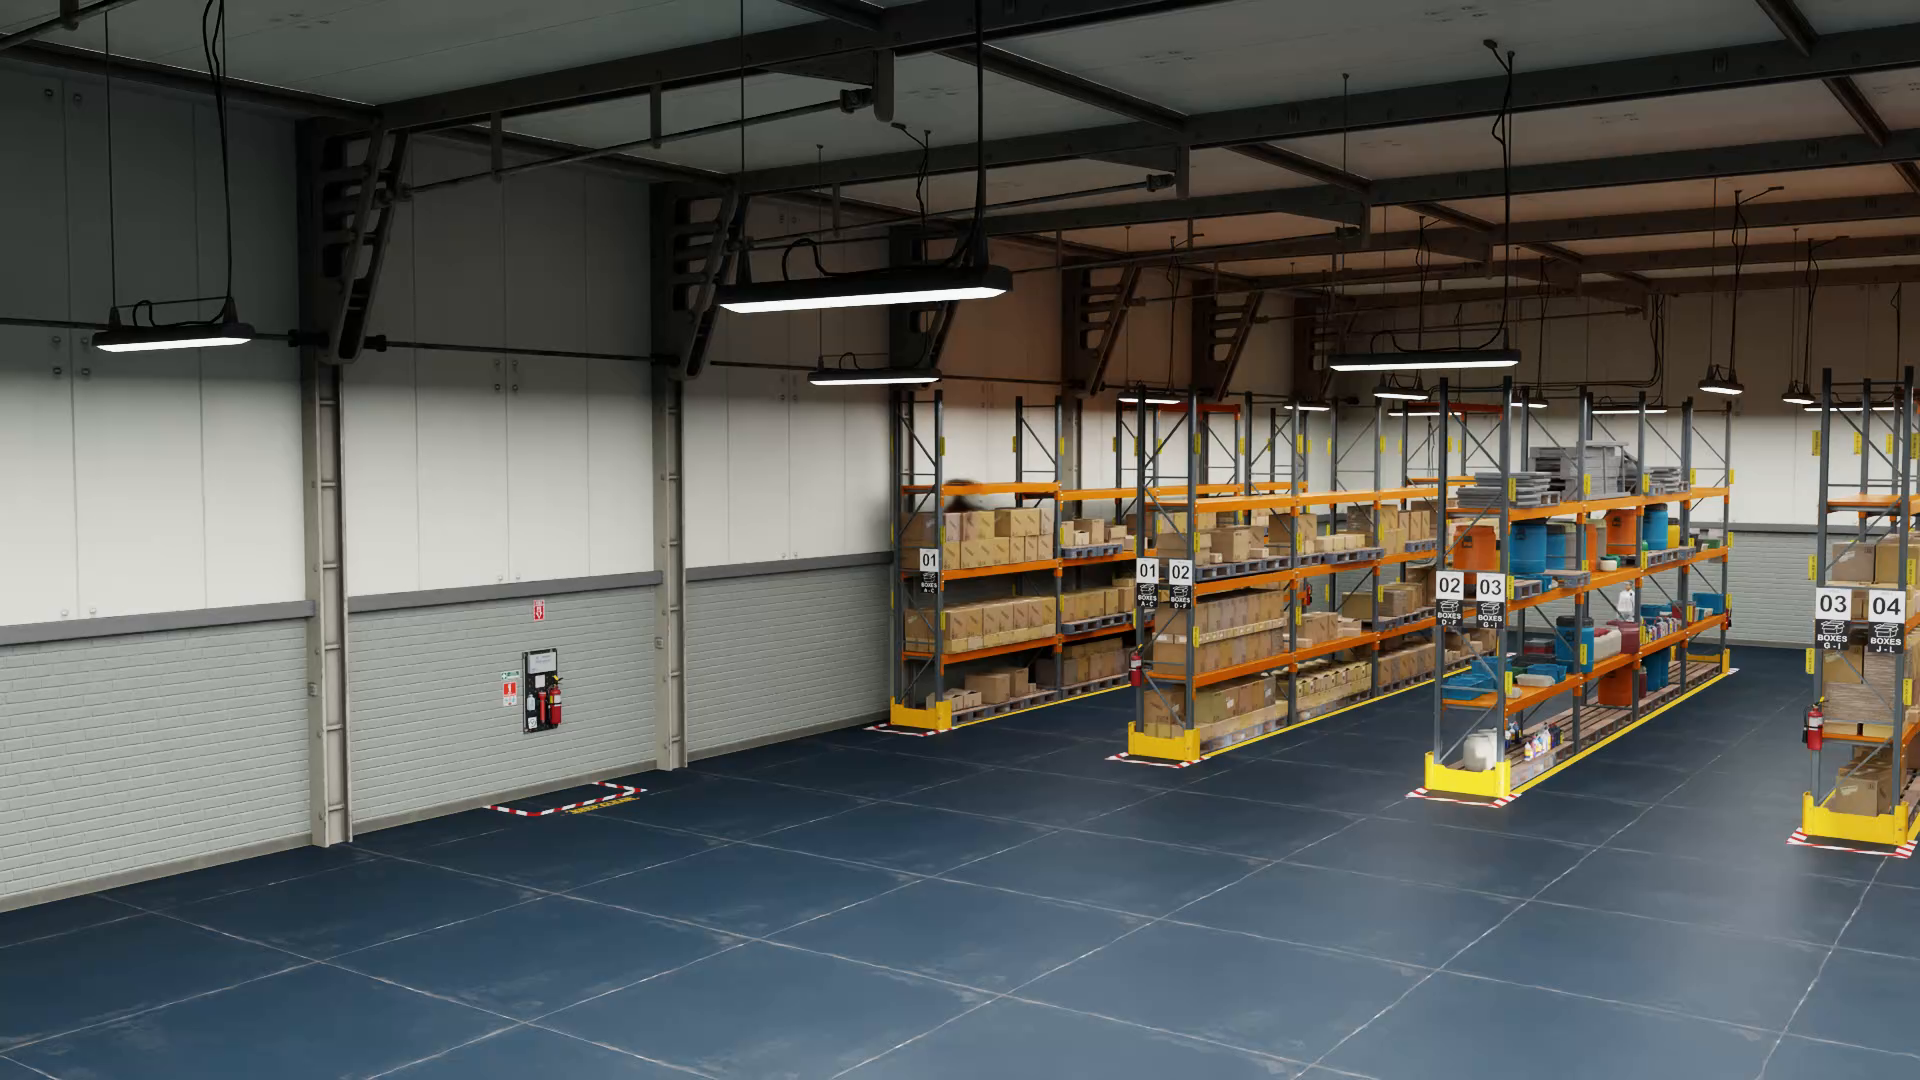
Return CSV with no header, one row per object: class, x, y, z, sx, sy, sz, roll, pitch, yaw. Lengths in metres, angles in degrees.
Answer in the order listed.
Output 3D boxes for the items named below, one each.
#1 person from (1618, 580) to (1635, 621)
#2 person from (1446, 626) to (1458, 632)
person,16.717,1.836,41.603,0.480,1.699,0.516,1,3,18
person,12.940,1.688,43.516,0.541,1.711,0.568,-1,3,-15
